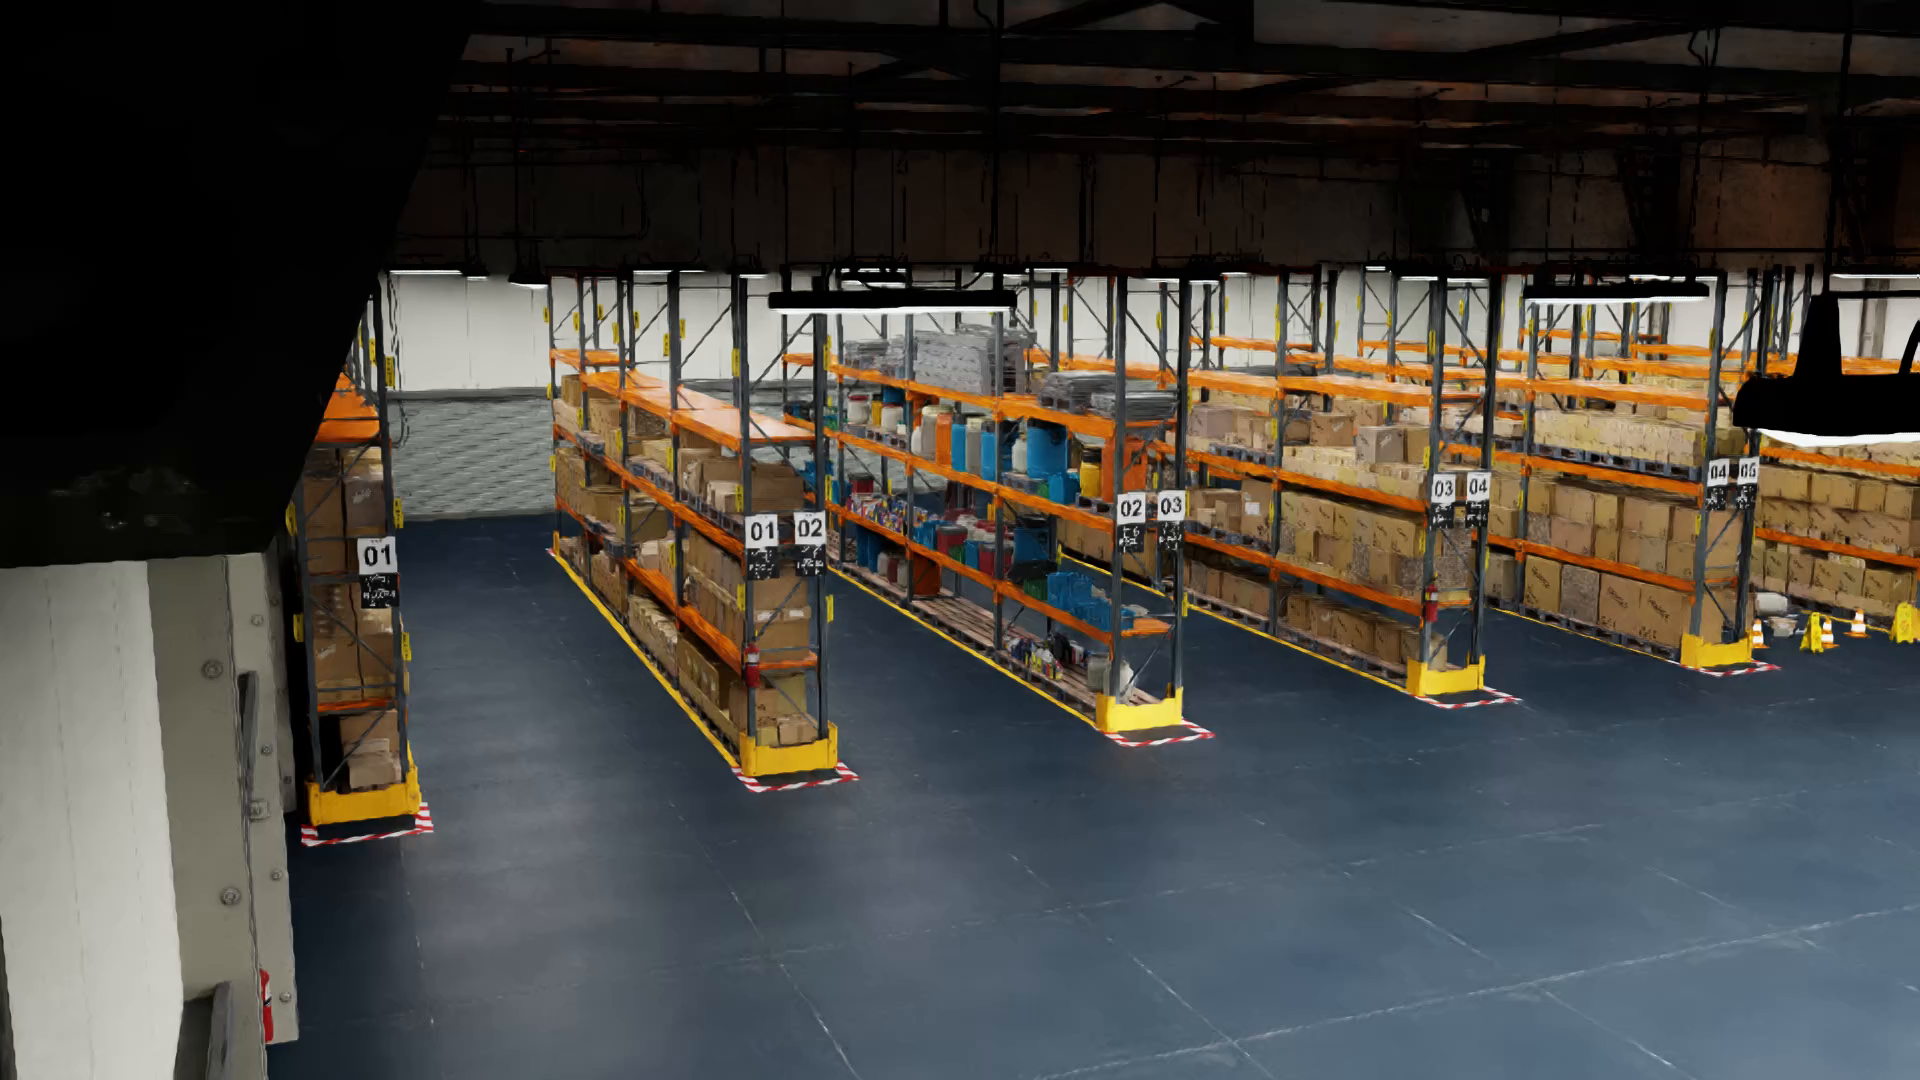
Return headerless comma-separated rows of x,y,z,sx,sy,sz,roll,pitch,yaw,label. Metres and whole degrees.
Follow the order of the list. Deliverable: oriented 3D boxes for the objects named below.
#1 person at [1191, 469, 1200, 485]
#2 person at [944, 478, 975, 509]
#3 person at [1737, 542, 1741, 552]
5.988,-1.685,41.537,0.519,1.666,0.549,8,12,37,person
0.010,-0.795,36.203,0.600,1.725,1.108,-4,11,-22,person
16.175,-0.533,34.788,0.569,1.668,0.561,1,10,6,person
